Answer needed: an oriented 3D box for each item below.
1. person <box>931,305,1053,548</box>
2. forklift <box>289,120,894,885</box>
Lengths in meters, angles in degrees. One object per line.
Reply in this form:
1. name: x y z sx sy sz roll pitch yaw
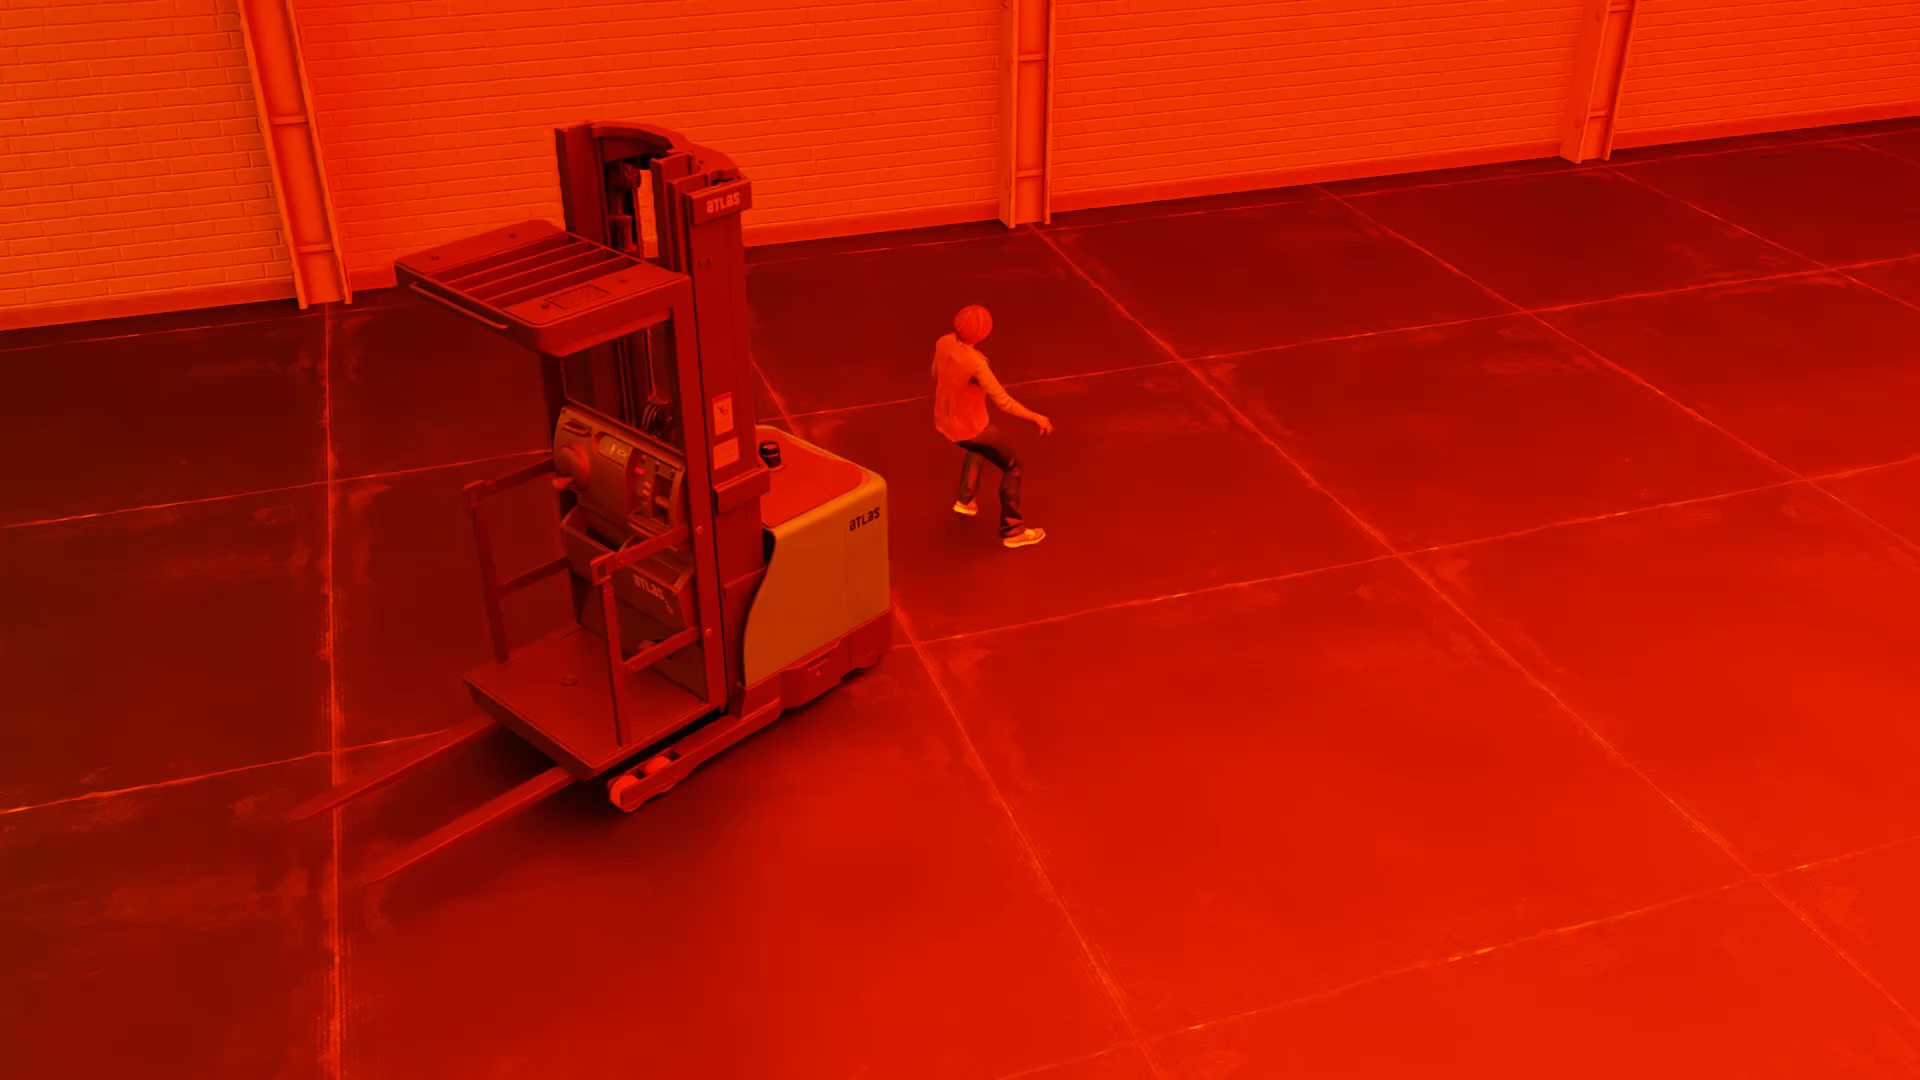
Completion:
1. person: 0.150 -0.712 9.770 0.513 1.480 0.684 -21 36 -32
2. forklift: -1.729 -0.285 7.582 1.130 2.935 3.031 25 38 36
